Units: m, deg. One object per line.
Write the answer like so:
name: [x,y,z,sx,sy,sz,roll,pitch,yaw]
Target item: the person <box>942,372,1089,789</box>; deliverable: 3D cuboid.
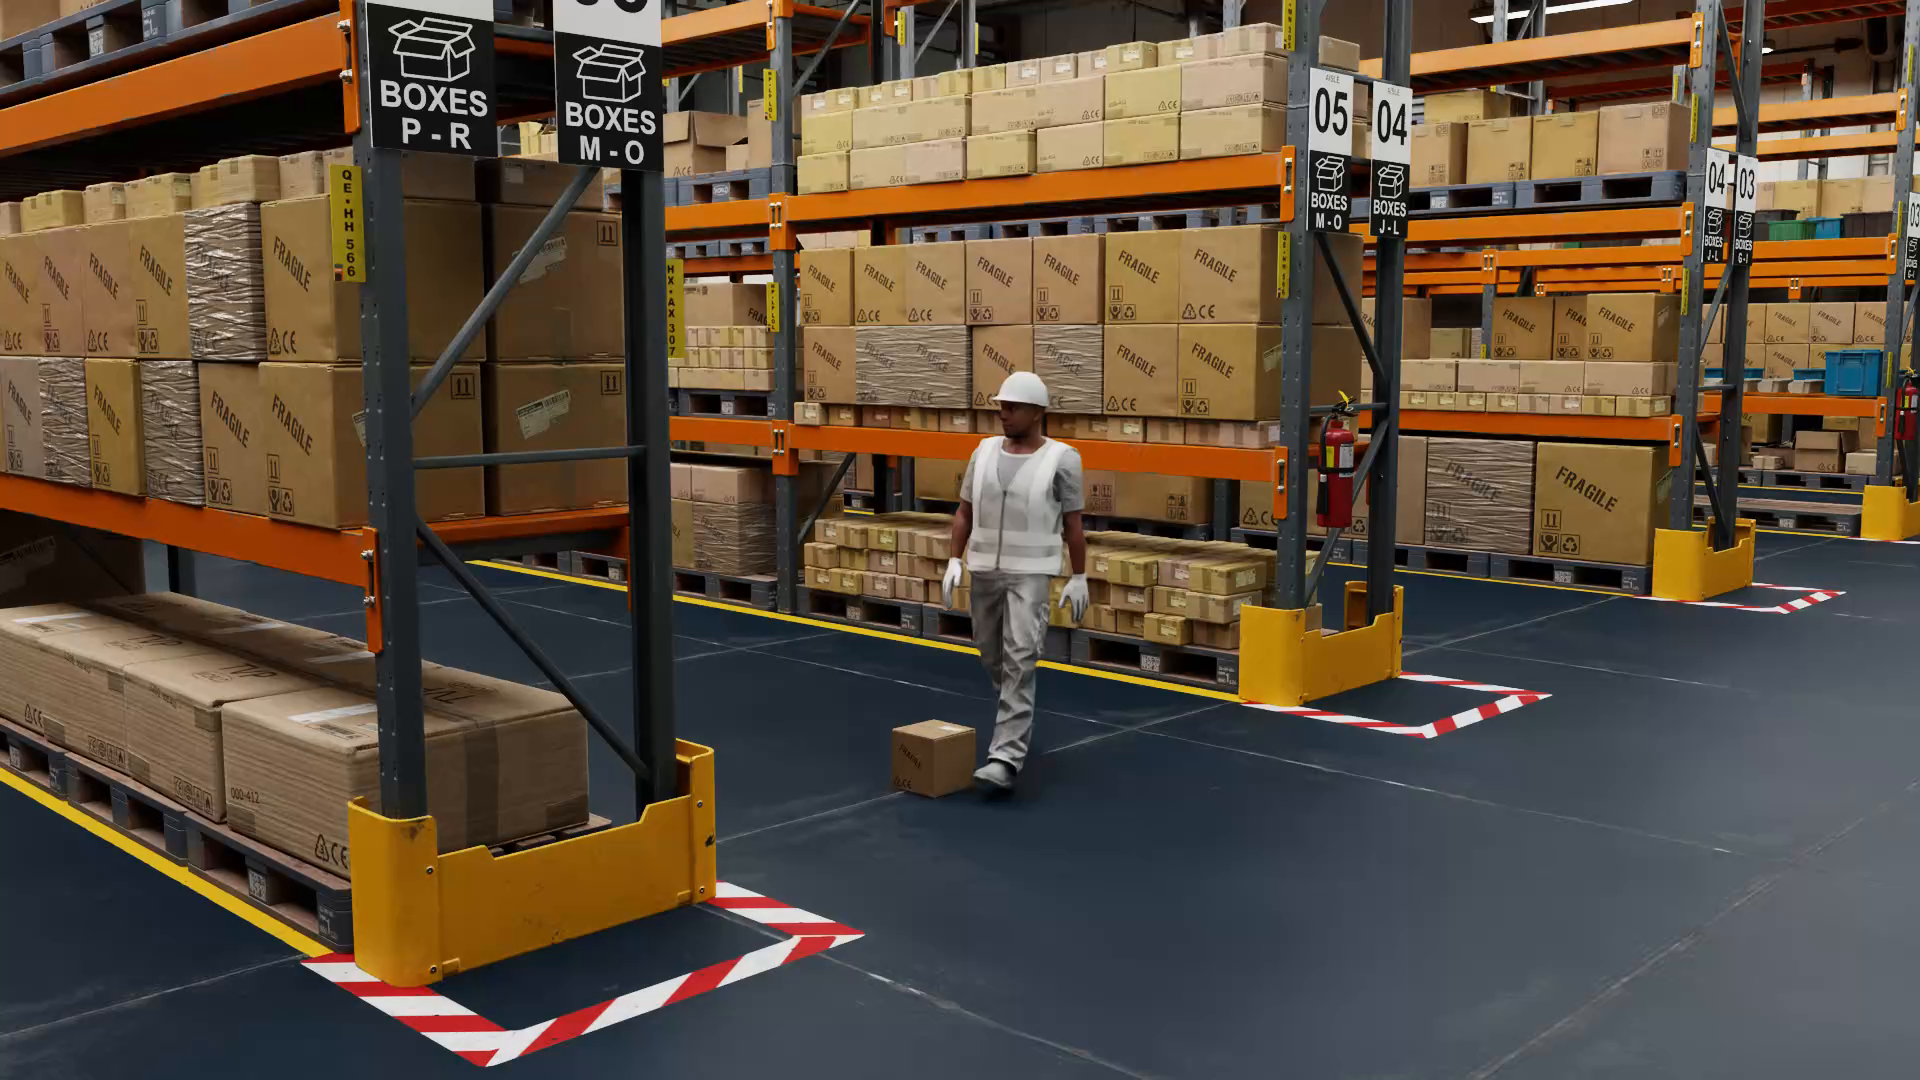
person: [0.197,0.148,7.164,0.584,1.735,1.049,4,8,28]
